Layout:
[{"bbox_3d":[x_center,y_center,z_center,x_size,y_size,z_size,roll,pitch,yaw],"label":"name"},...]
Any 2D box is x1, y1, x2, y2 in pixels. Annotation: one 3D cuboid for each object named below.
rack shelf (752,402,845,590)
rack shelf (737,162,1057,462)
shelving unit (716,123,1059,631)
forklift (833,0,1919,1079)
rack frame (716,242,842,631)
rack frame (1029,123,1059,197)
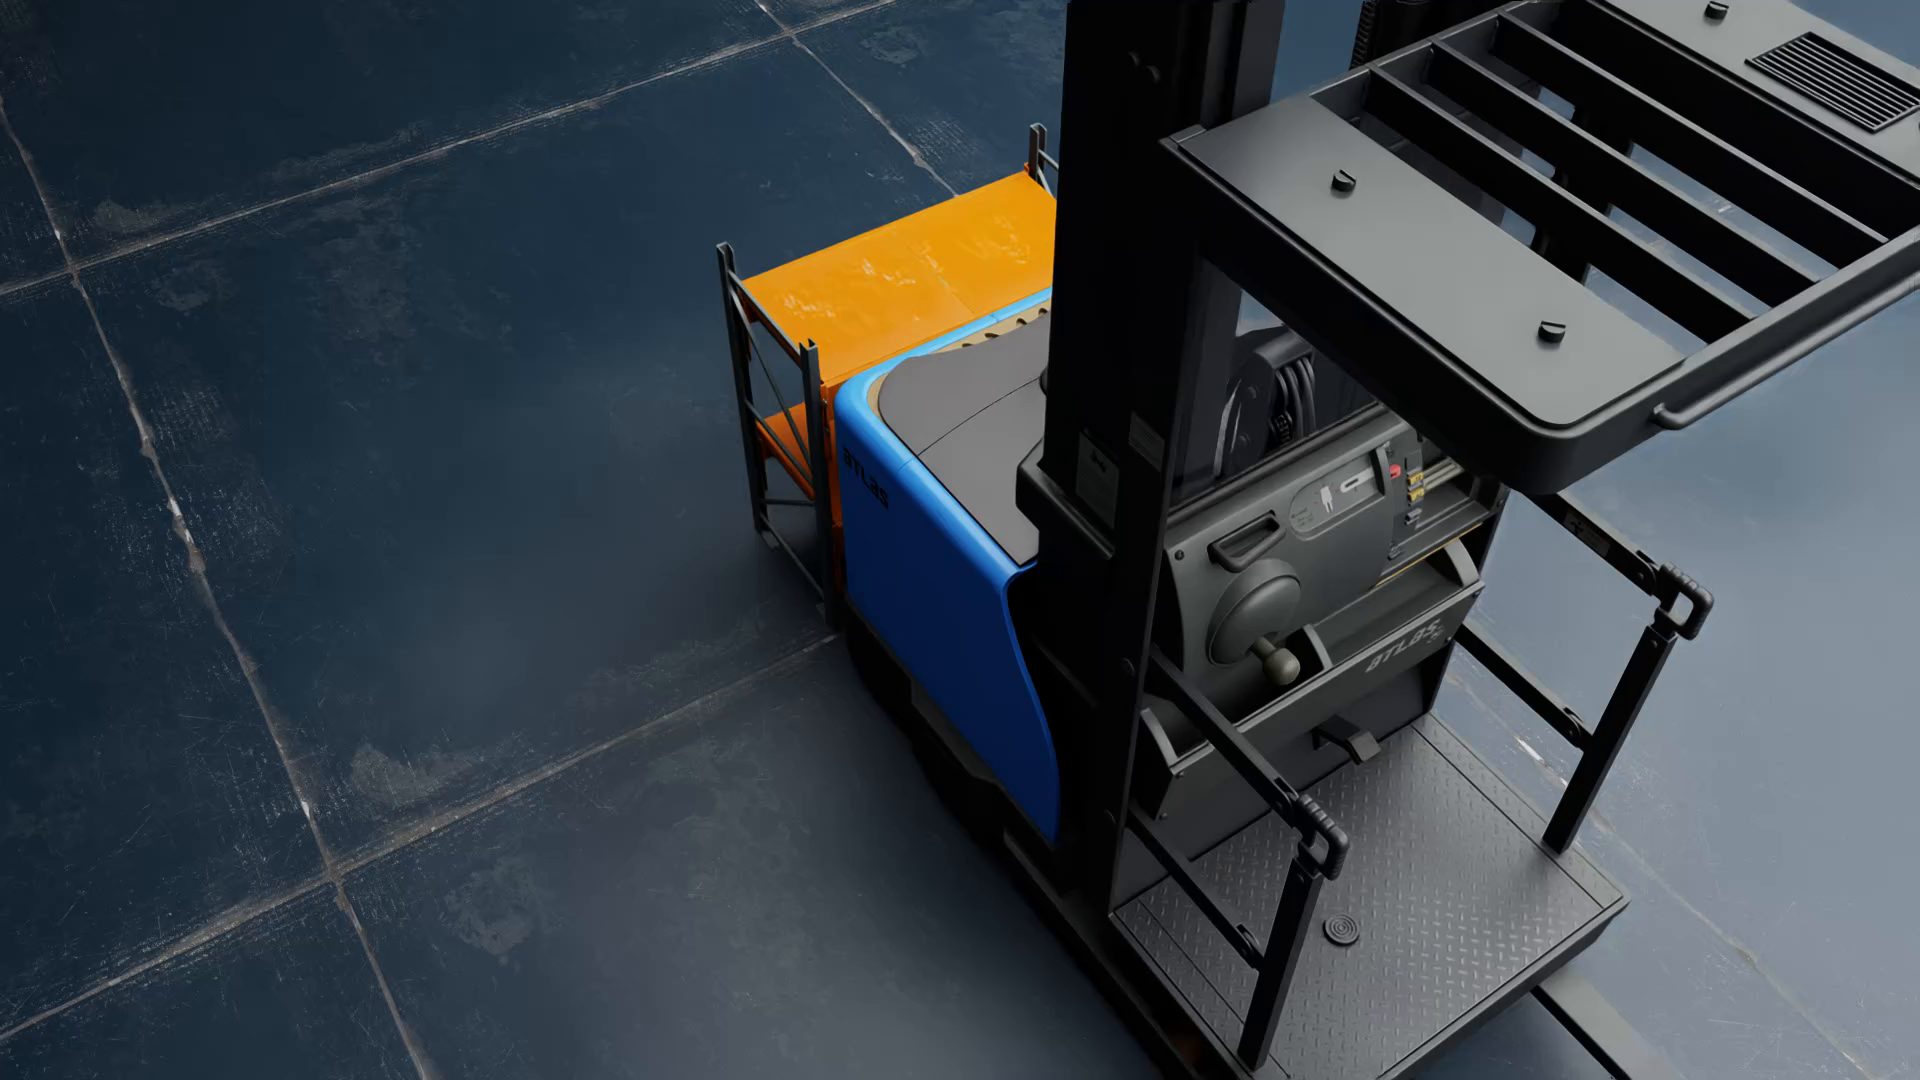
[{"bbox_3d":[-0.077,-0.306,5.097,1.000,0.278,0.538,-26,53,-21],"label":"rack shelf"},{"bbox_3d":[-0.077,-0.663,4.695,1.000,0.278,0.538,-26,53,-21],"label":"rack shelf"},{"bbox_3d":[-0.077,-0.469,4.914,1.048,1.125,0.538,-26,53,-21],"label":"shelving unit"},{"bbox_3d":[0.910,0.058,3.236,1.130,2.935,3.031,-27,54,-22],"label":"forklift"},{"bbox_3d":[-0.504,-0.263,4.731,0.032,1.125,0.500,-26,53,-21],"label":"rack frame"},{"bbox_3d":[0.350,-0.674,5.097,0.032,1.125,0.500,-26,53,-21],"label":"rack frame"}]
